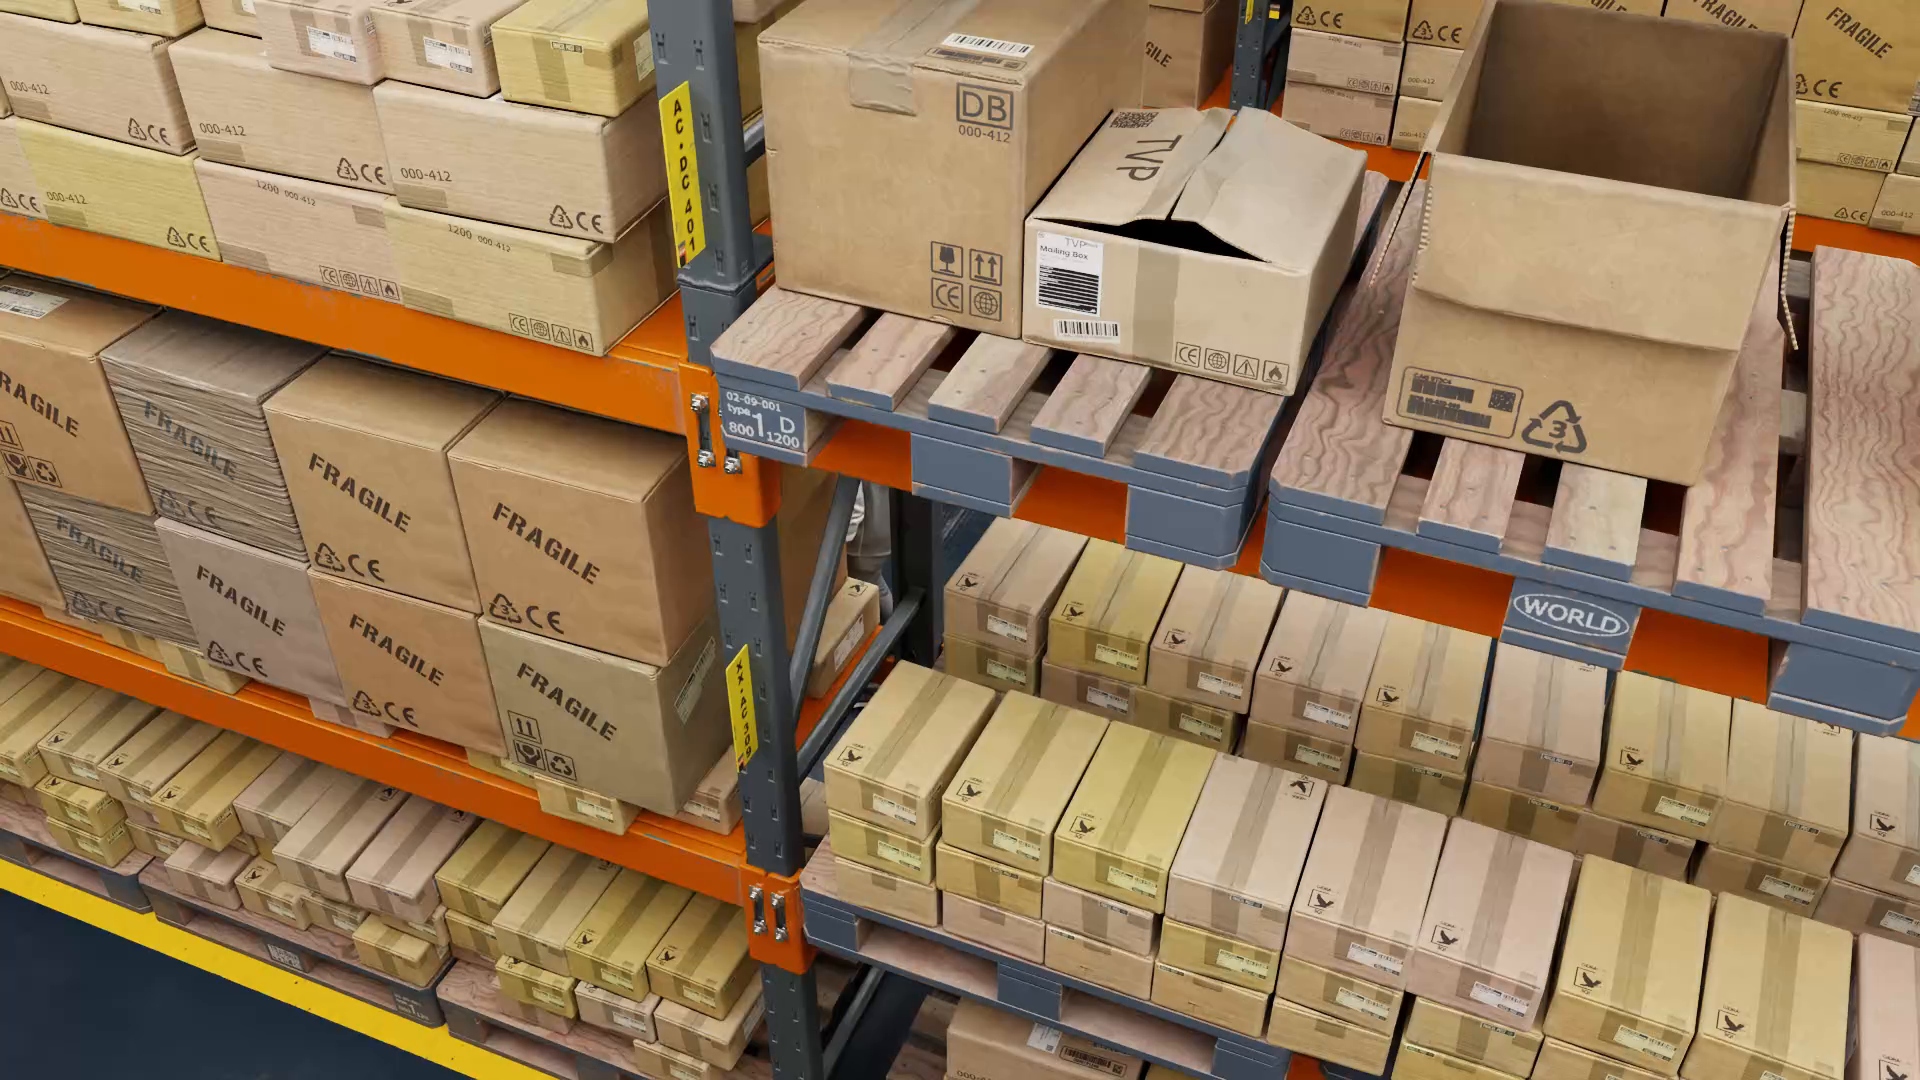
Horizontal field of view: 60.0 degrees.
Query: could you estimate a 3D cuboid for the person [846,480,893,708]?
[{"bbox_3d":[-0.377,-0.039,6.212,0.349,1.592,0.468,8,39,11],"label":"person"}]
